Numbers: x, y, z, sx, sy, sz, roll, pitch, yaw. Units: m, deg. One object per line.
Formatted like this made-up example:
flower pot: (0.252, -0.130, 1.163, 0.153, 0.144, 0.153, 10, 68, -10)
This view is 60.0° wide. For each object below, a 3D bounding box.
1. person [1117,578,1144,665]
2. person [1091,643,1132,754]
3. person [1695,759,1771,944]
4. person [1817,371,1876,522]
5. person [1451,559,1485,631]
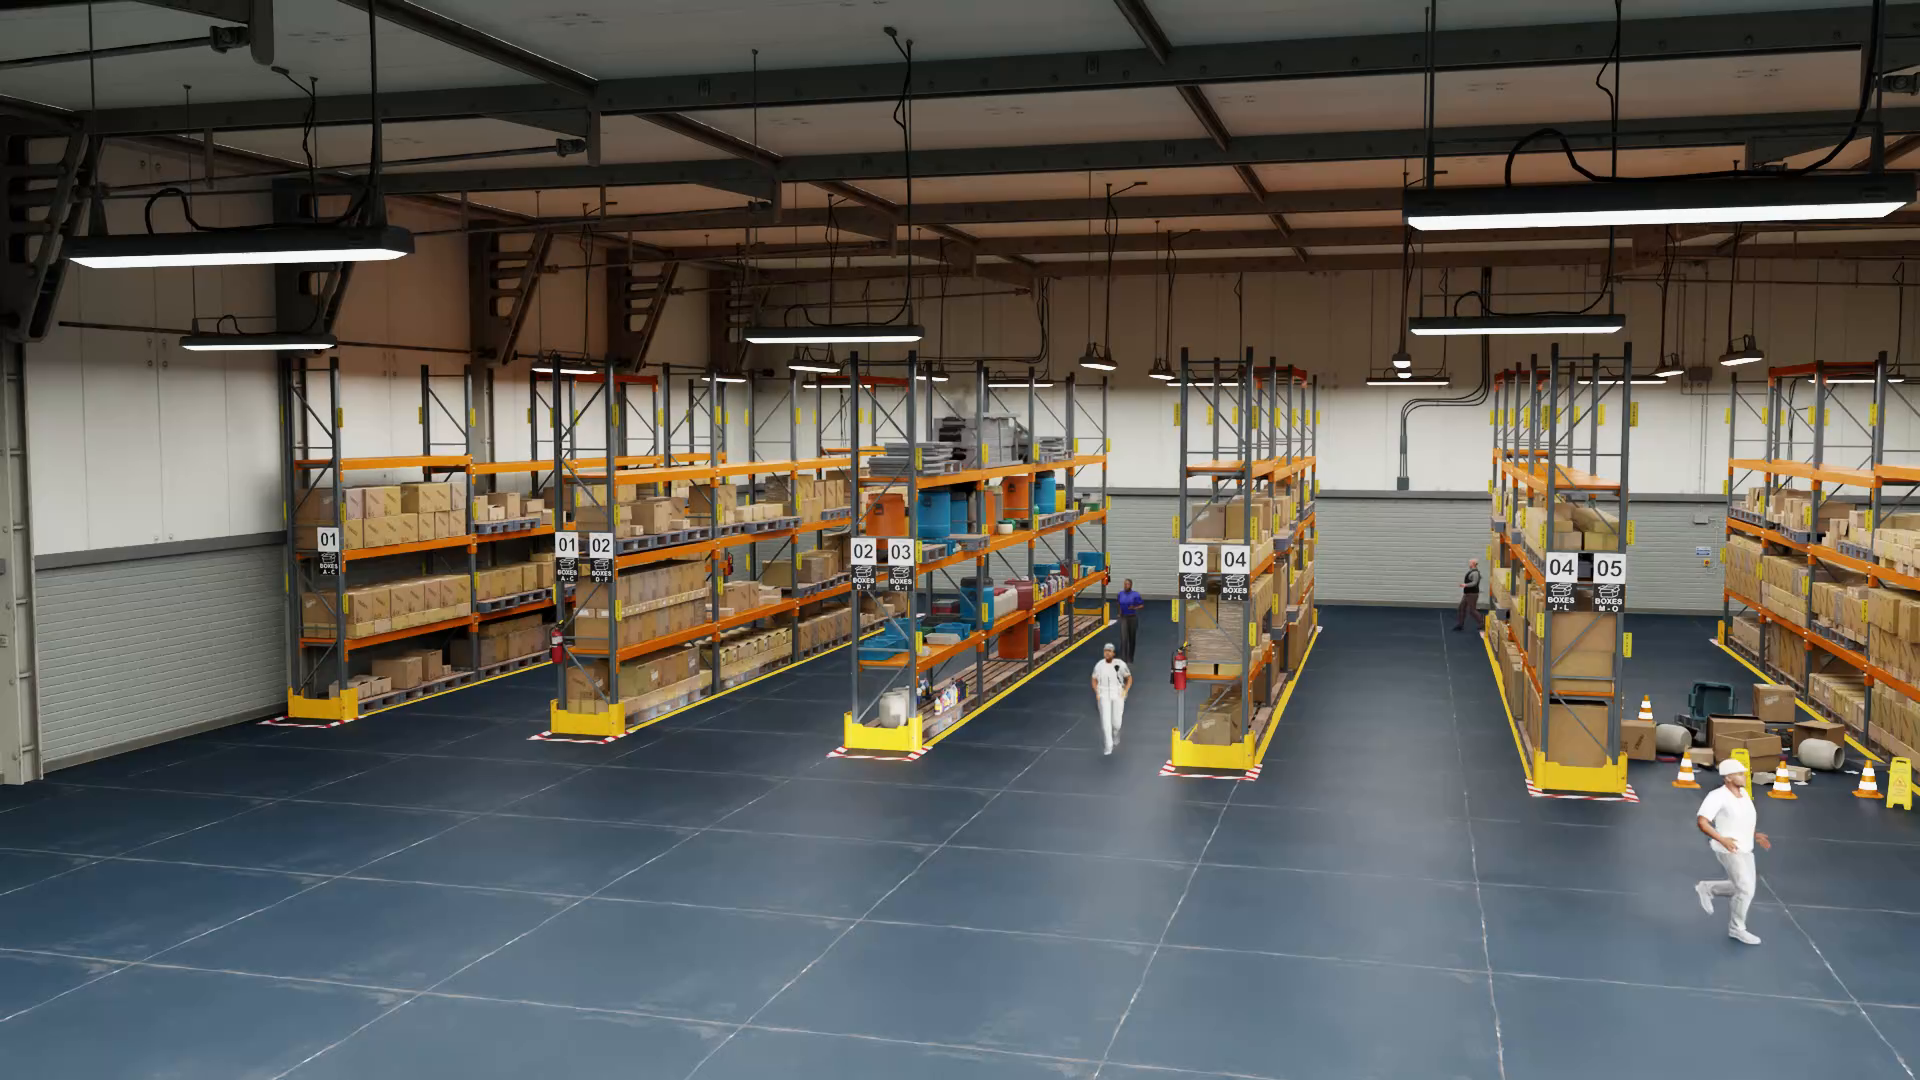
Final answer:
person: (3.231, 1.583, 31.647, 0.556, 1.718, 0.770, 1, 4, 13)
person: (2.246, 2.350, 24.740, 0.605, 1.637, 0.510, 1, 4, 13)
person: (7.404, 2.971, 16.050, 0.701, 1.735, 0.702, -3, 5, -37)
person: (14.314, -0.396, 34.055, 7.059, 5.812, 8.945, 2, 5, 24)
person: (11.948, 1.302, 38.940, 0.810, 1.748, 0.675, 1, 4, 8)
